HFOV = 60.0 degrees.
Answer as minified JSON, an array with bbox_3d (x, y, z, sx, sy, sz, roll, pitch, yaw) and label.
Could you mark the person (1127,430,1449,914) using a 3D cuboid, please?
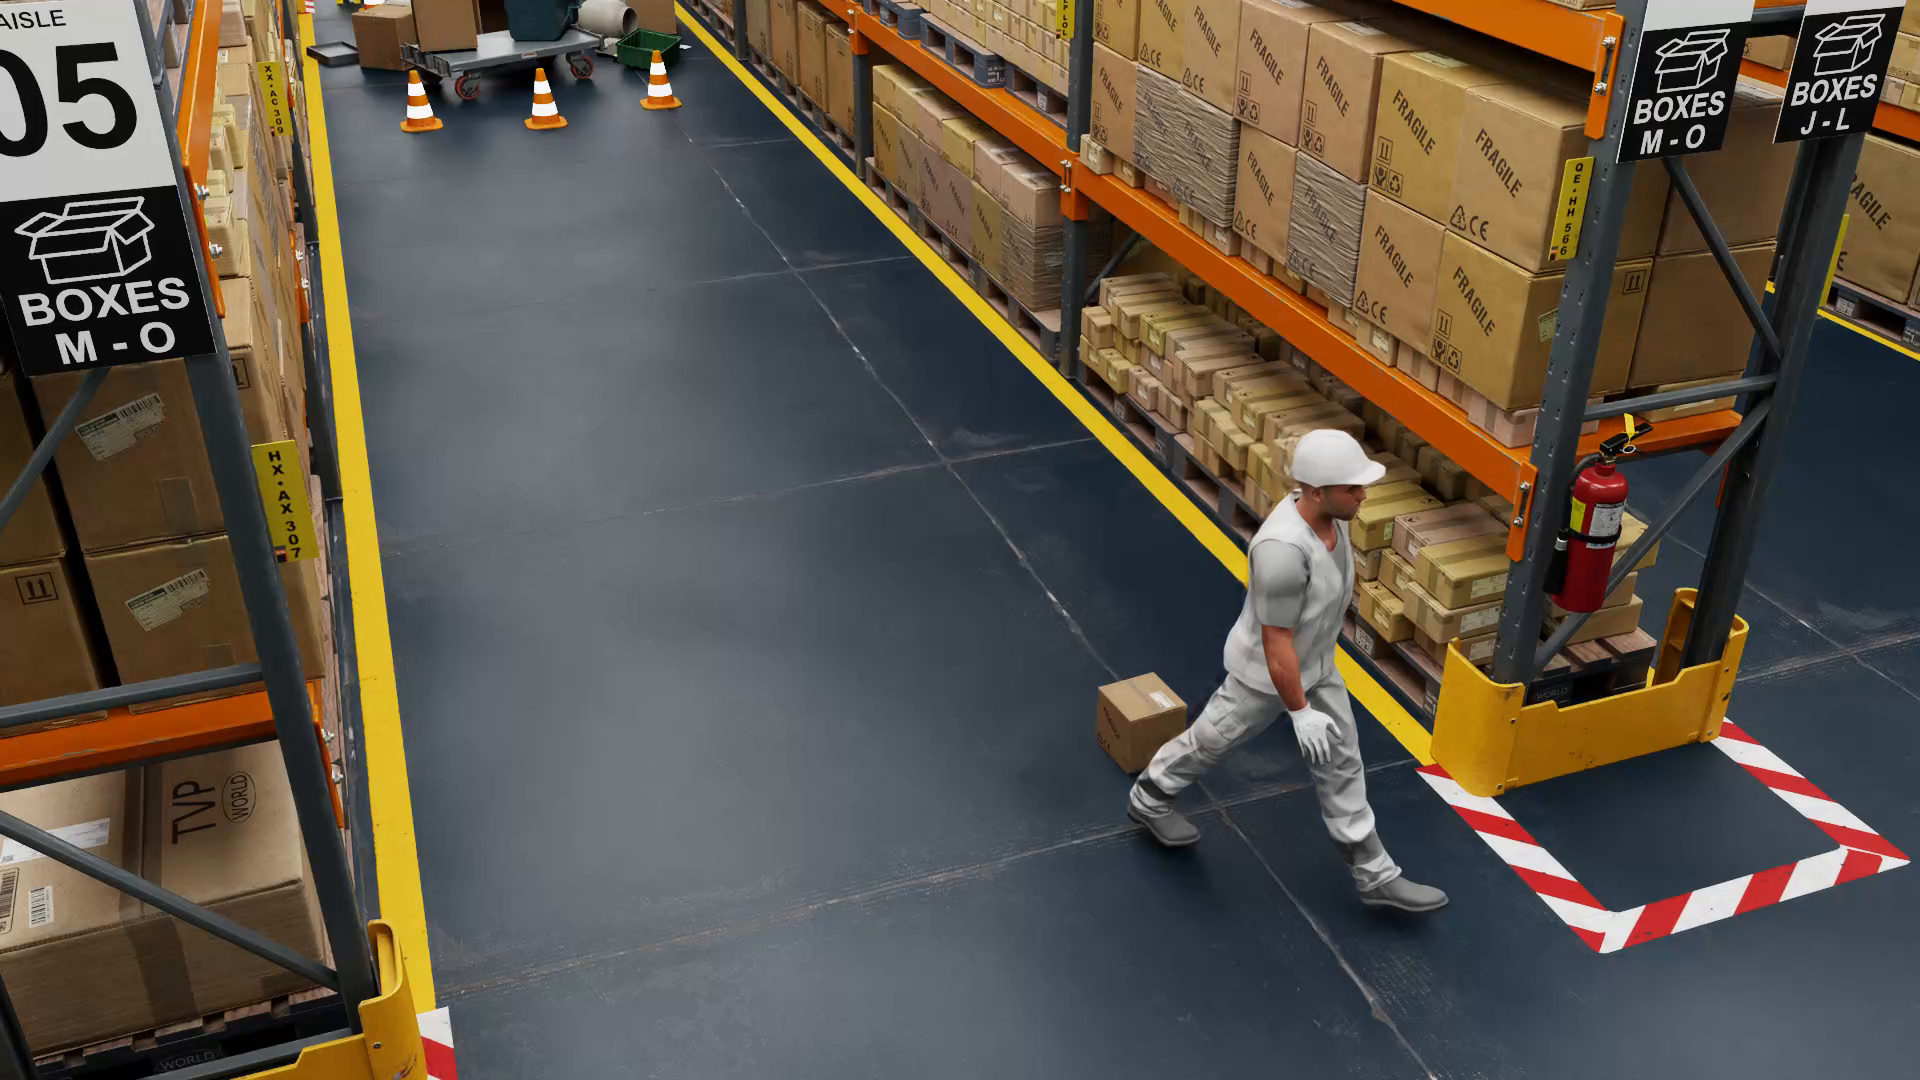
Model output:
[{"bbox_3d":[1.093,0.423,5.357,1.146,1.713,0.541,21,36,32],"label":"person"}]
